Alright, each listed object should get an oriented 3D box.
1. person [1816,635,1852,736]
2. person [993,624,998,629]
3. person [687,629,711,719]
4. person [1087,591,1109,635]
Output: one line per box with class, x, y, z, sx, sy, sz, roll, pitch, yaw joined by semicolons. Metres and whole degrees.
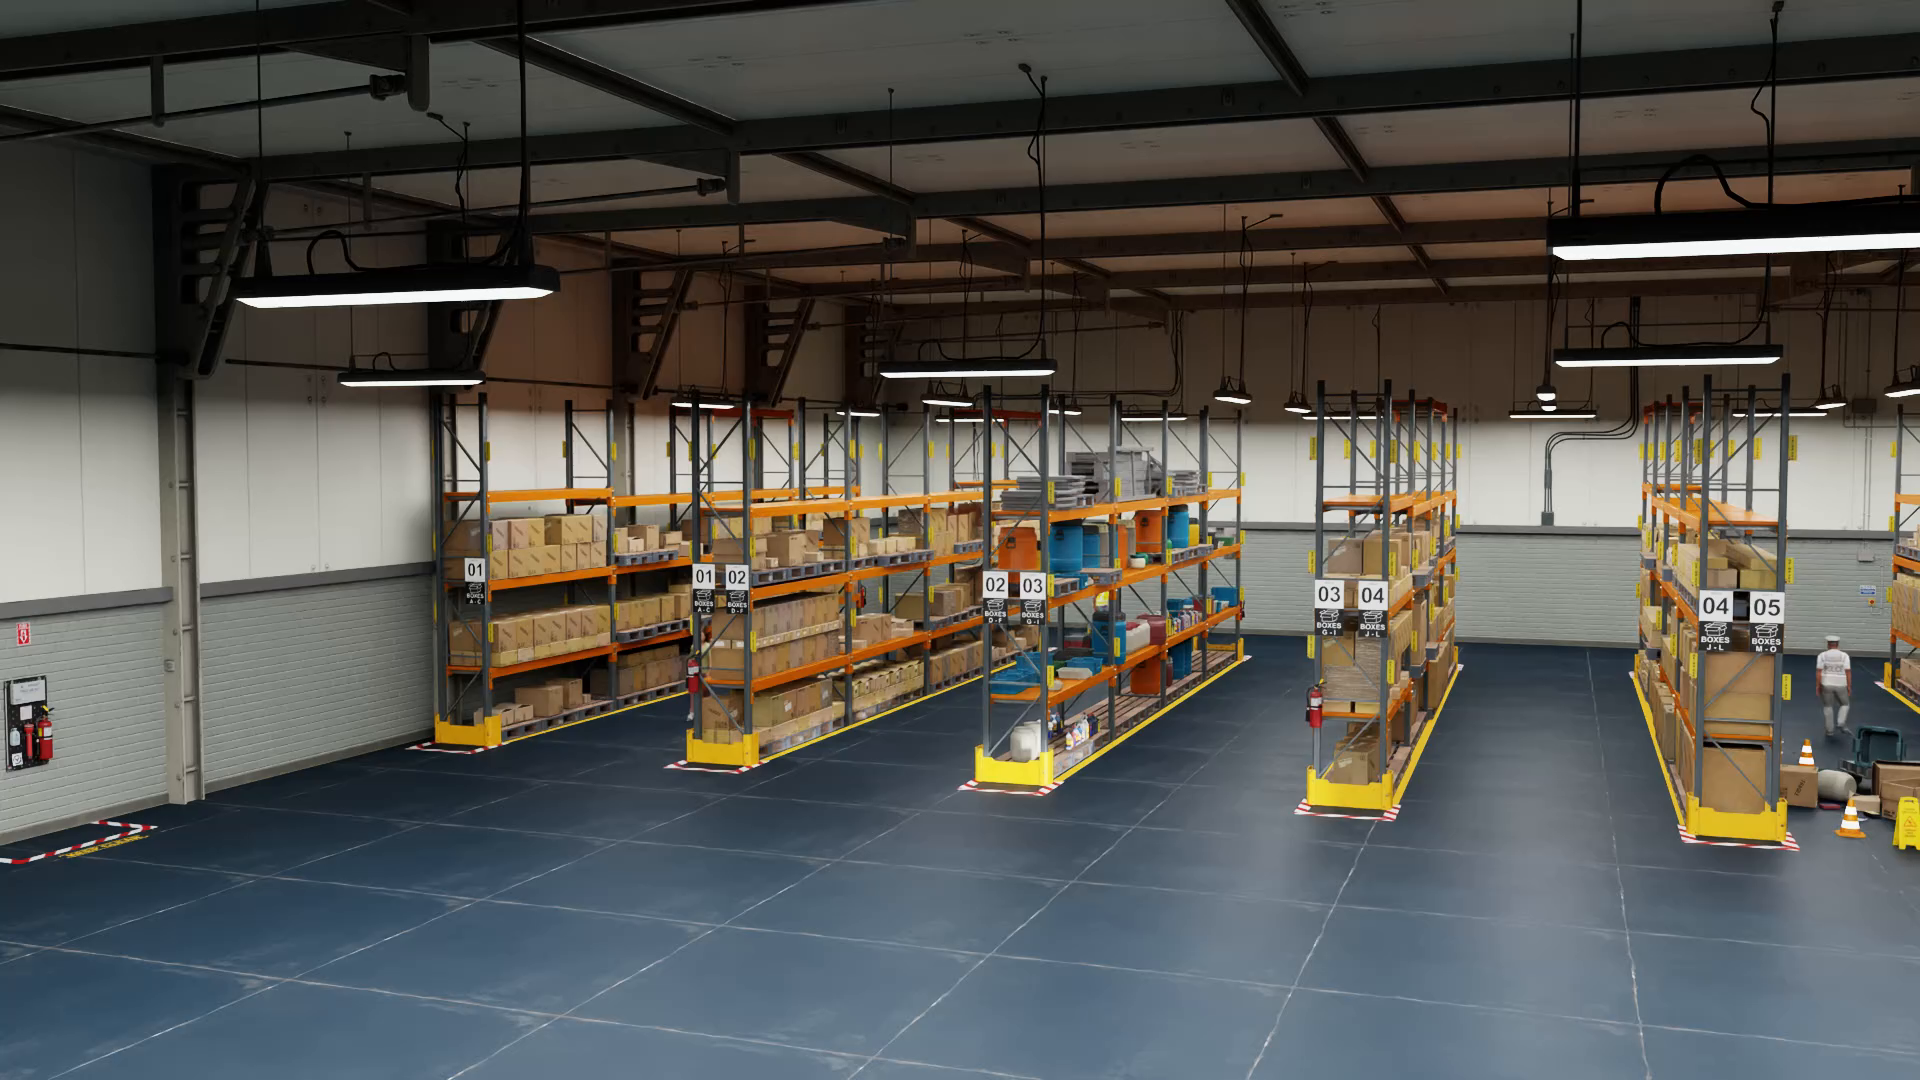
person;15.353;2.570;29.206;0.586;1.756;0.532;1;3;25
person;0.859;1.826;43.423;0.440;1.745;0.566;1;3;20
person;-4.880;2.499;31.277;0.486;1.627;0.917;0;3;-6
person;3.706;1.758;44.188;0.635;1.763;0.627;3;4;42
